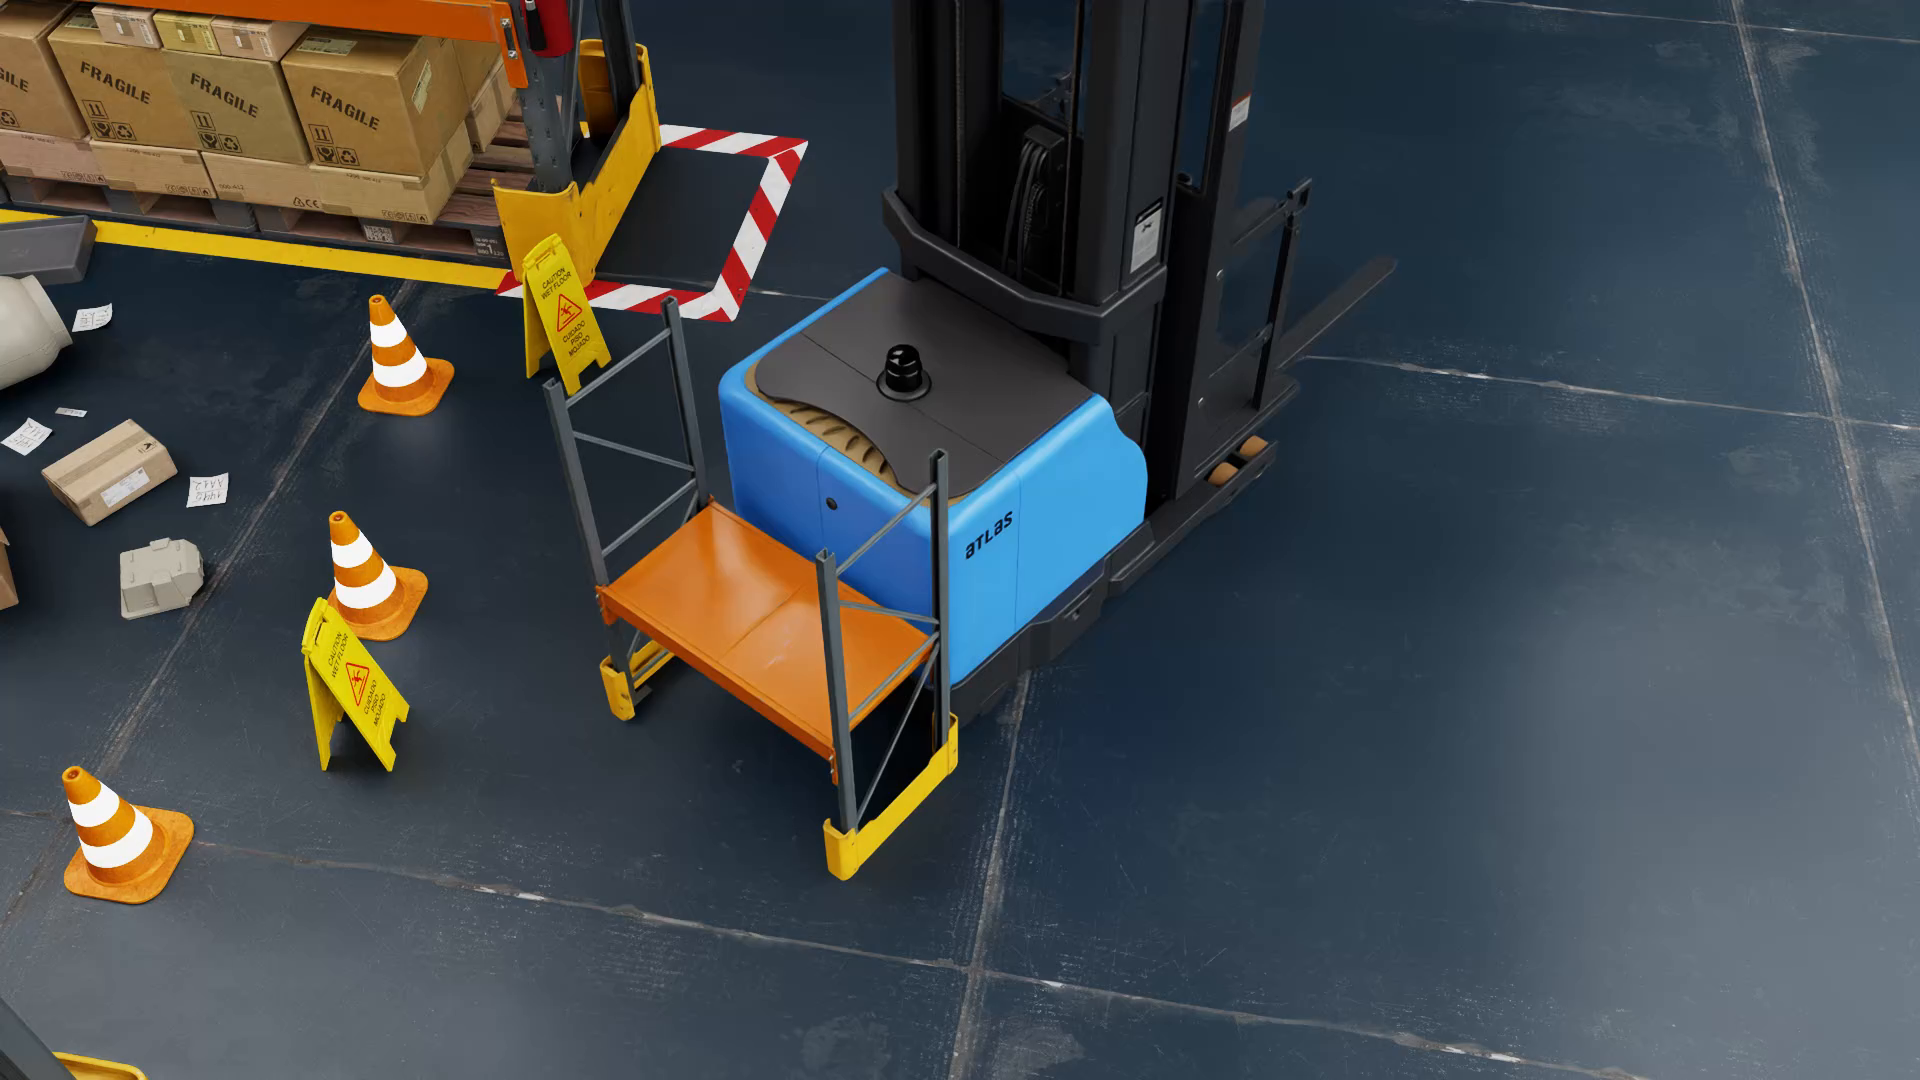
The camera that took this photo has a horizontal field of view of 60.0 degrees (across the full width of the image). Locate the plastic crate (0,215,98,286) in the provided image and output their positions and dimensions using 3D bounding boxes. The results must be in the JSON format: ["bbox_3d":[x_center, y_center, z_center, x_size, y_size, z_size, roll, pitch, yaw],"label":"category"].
[{"bbox_3d":[-4.151,-1.265,7.333,0.583,0.080,0.402,-7,48,-7],"label":"plastic crate"}]

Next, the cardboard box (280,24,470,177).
[{"bbox_3d":[-2.449,-1.907,7.009,0.500,0.500,0.500,8,49,7],"label":"cardboard box"}]

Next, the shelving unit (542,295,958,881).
[{"bbox_3d":[-0.604,0.165,5.093,1.083,1.500,0.587,31,55,25],"label":"shelving unit"}]

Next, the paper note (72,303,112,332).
[{"bbox_3d":[-3.696,-0.949,7.082,0.148,0.019,0.142,-7,48,-7],"label":"paper note"}]

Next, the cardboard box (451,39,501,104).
[{"bbox_3d":[-2.382,-2.303,7.365,0.500,0.500,0.500,6,48,6],"label":"cardboard box"}]

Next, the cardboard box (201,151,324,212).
[{"bbox_3d":[-2.966,-1.725,7.350,0.500,0.250,0.500,8,49,7],"label":"cardboard box"}]

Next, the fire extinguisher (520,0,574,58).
[{"bbox_3d":[-1.583,-2.141,6.209,0.183,0.674,0.296,8,49,7],"label":"fire extinguisher"}]

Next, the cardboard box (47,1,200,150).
[{"bbox_3d":[-3.458,-2.045,7.133,0.500,0.500,0.500,7,48,6],"label":"cardboard box"}]

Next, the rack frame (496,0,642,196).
[{"bbox_3d":[-1.614,-2.520,6.497,0.127,3.000,1.000,8,49,7],"label":"rack frame"}]

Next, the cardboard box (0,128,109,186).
[{"bbox_3d":[-3.968,-1.864,7.474,0.500,0.250,0.500,7,48,6],"label":"cardboard box"}]

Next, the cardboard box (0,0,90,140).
[{"bbox_3d":[-3.979,-2.113,7.194,0.500,0.500,0.500,10,49,9],"label":"cardboard box"}]

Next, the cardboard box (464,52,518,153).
[{"bbox_3d":[-2.358,-2.050,7.642,0.500,0.250,0.500,7,48,7],"label":"cardboard box"}]

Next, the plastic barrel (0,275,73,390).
[{"bbox_3d":[-3.916,-0.824,6.705,0.512,0.421,0.421,-32,55,-25],"label":"plastic barrel"}]

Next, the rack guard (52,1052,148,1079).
[{"bbox_3d":[-2.371,1.956,4.157,0.348,0.500,1.175,8,49,7],"label":"rack guard"}]

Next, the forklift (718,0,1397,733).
[{"bbox_3d":[0.578,-1.343,5.486,1.130,2.935,3.031,34,56,27],"label":"forklift"}]

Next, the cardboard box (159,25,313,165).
[{"bbox_3d":[-2.963,-1.973,7.068,0.500,0.500,0.500,9,49,8],"label":"cardboard box"}]

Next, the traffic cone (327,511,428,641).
[{"bbox_3d":[-2.129,0.073,5.873,0.334,0.463,0.336,8,49,7],"label":"traffic cone"}]

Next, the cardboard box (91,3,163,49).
[{"bbox_3d":[-3.328,-2.195,6.831,0.250,0.149,0.380,10,49,8],"label":"cardboard box"}]

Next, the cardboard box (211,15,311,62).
[{"bbox_3d":[-2.822,-2.123,6.767,0.250,0.149,0.380,9,49,8],"label":"cardboard box"}]

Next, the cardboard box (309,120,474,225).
[{"bbox_3d":[-2.481,-1.654,7.286,0.500,0.250,0.500,7,48,7],"label":"cardboard box"}]

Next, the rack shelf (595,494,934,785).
[{"bbox_3d":[-0.597,0.290,5.223,1.000,0.185,0.538,31,55,25],"label":"rack shelf"}]

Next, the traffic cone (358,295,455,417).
[{"bbox_3d":[-2.266,-0.784,6.644,0.334,0.463,0.336,8,49,7],"label":"traffic cone"}]

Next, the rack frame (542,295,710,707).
[{"bbox_3d":[-0.994,-0.067,5.301,0.032,1.500,0.500,31,55,25],"label":"rack frame"}]

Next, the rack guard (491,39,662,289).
[{"bbox_3d":[-1.689,-1.694,7.436,0.348,0.500,1.175,8,49,7],"label":"rack guard"}]

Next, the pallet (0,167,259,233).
[{"bbox_3d":[-3.679,-1.894,7.810,1.213,0.211,1.003,8,49,7],"label":"pallet"}]

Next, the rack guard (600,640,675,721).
[{"bbox_3d":[-0.993,0.352,5.766,0.087,0.250,0.587,31,55,25],"label":"rack guard"}]

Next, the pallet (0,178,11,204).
[{"bbox_3d":[-4.883,-2.054,7.953,1.213,0.211,1.003,8,49,7],"label":"pallet"}]

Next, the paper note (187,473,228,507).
[{"bbox_3d":[-2.898,-0.195,6.405,0.142,0.019,0.148,-7,48,-7],"label":"paper note"}]

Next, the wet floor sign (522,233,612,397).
[{"bbox_3d":[-1.617,-0.924,6.647,0.232,0.644,0.267,23,52,20],"label":"wet floor sign"}]

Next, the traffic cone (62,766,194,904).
[{"bbox_3d":[-2.665,0.855,5.170,0.334,0.463,0.336,8,49,7],"label":"traffic cone"}]

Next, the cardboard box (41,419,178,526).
[{"bbox_3d":[-3.262,-0.261,6.385,0.250,0.149,0.380,32,56,26],"label":"cardboard box"}]

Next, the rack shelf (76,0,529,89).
[{"bbox_3d":[-3.582,-2.544,7.003,4.000,0.370,1.077,8,49,7],"label":"rack shelf"}]

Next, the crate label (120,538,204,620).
[{"bbox_3d":[-2.914,0.123,6.047,0.298,0.136,0.250,-15,50,-13],"label":"crate label"}]

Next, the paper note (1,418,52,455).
[{"bbox_3d":[-3.707,-0.414,6.609,0.142,0.019,0.148,23,52,20],"label":"paper note"}]

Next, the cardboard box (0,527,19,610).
[{"bbox_3d":[-3.793,-0.064,5.970,0.637,0.503,0.797,-23,52,-19],"label":"cardboard box"}]

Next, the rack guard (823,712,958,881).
[{"bbox_3d":[-0.215,0.814,5.350,0.087,0.250,0.587,31,55,25],"label":"rack guard"}]

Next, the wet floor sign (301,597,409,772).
[{"bbox_3d":[-2.014,0.459,5.404,0.232,0.644,0.267,0,48,0],"label":"wet floor sign"}]

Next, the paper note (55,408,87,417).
[{"bbox_3d":[-3.586,-0.516,6.706,0.123,0.001,0.032,8,49,7],"label":"paper note"}]

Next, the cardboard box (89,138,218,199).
[{"bbox_3d":[-3.481,-1.790,7.408,0.500,0.250,0.500,6,48,5],"label":"cardboard box"}]

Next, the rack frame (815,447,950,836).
[{"bbox_3d":[-0.199,0.405,4.878,0.032,1.500,0.500,31,55,25],"label":"rack frame"}]

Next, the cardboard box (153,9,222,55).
[{"bbox_3d":[-3.069,-2.158,6.799,0.250,0.149,0.380,8,49,7],"label":"cardboard box"}]

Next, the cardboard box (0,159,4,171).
[{"bbox_3d":[-4.490,-1.932,7.536,0.500,0.250,0.500,10,49,9],"label":"cardboard box"}]

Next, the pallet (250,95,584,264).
[{"bbox_3d":[-2.482,-1.731,7.663,1.213,0.211,1.003,8,49,7],"label":"pallet"}]
